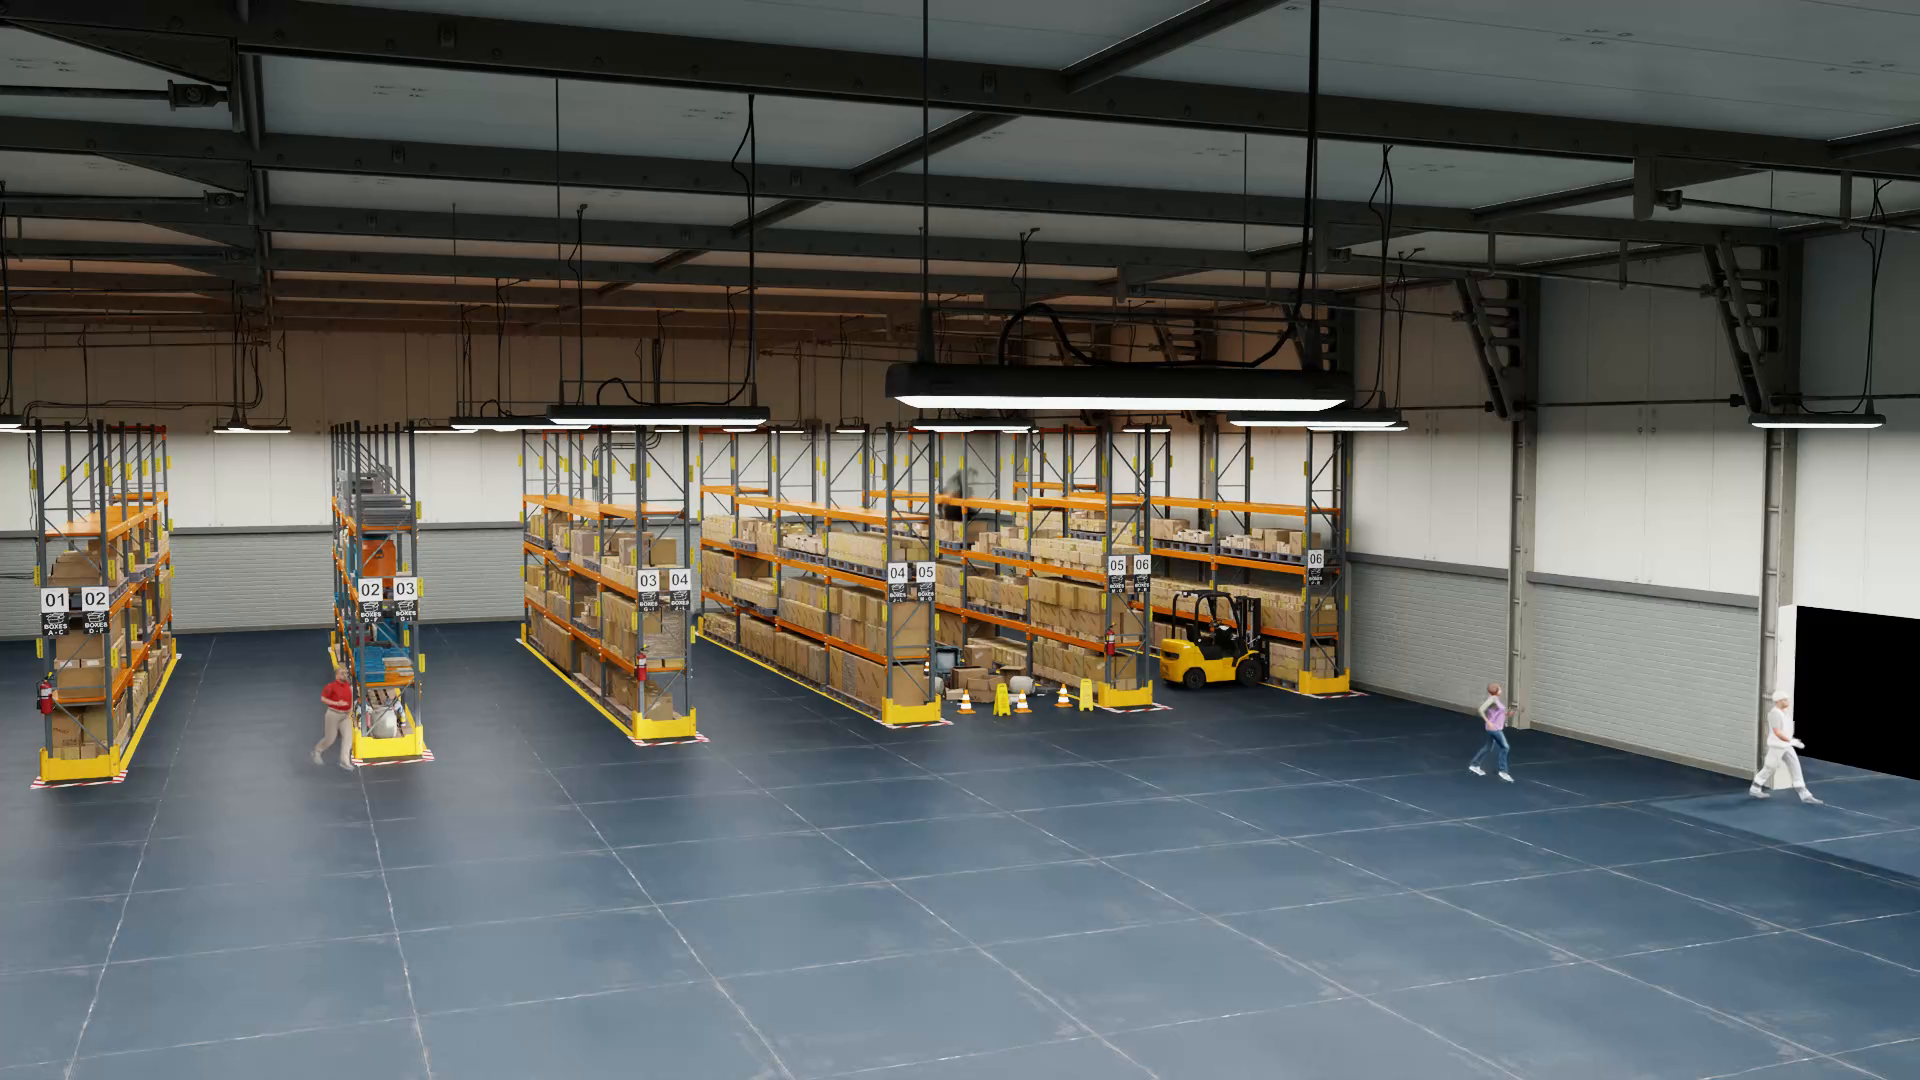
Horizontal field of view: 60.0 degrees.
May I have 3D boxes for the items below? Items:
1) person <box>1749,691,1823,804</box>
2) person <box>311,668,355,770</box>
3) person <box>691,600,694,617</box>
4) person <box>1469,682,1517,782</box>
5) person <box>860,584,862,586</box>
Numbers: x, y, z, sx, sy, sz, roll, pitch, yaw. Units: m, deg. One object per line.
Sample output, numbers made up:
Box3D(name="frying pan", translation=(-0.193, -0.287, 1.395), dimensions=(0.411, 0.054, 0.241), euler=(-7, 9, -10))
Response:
Box3D(name="person", translation=(12.880, 3.213, 25.899), dimensions=(0.596, 1.723, 1.044), euler=(-3, 5, -39))
Box3D(name="person", translation=(-10.756, 3.074, 28.735), dimensions=(0.894, 1.744, 0.668), euler=(2, 4, 30))
Box3D(name="person", translation=(-7.455, 2.101, 44.816), dimensions=(0.624, 1.695, 0.781), euler=(-1, 4, -22))
Box3D(name="person", translation=(8.864, 3.185, 27.665), dimensions=(0.737, 1.643, 0.510), euler=(1, 4, 19))
Box3D(name="person", translation=(-3.014, 1.652, 51.411), dimensions=(0.674, 1.719, 0.932), euler=(0, 4, -5))
